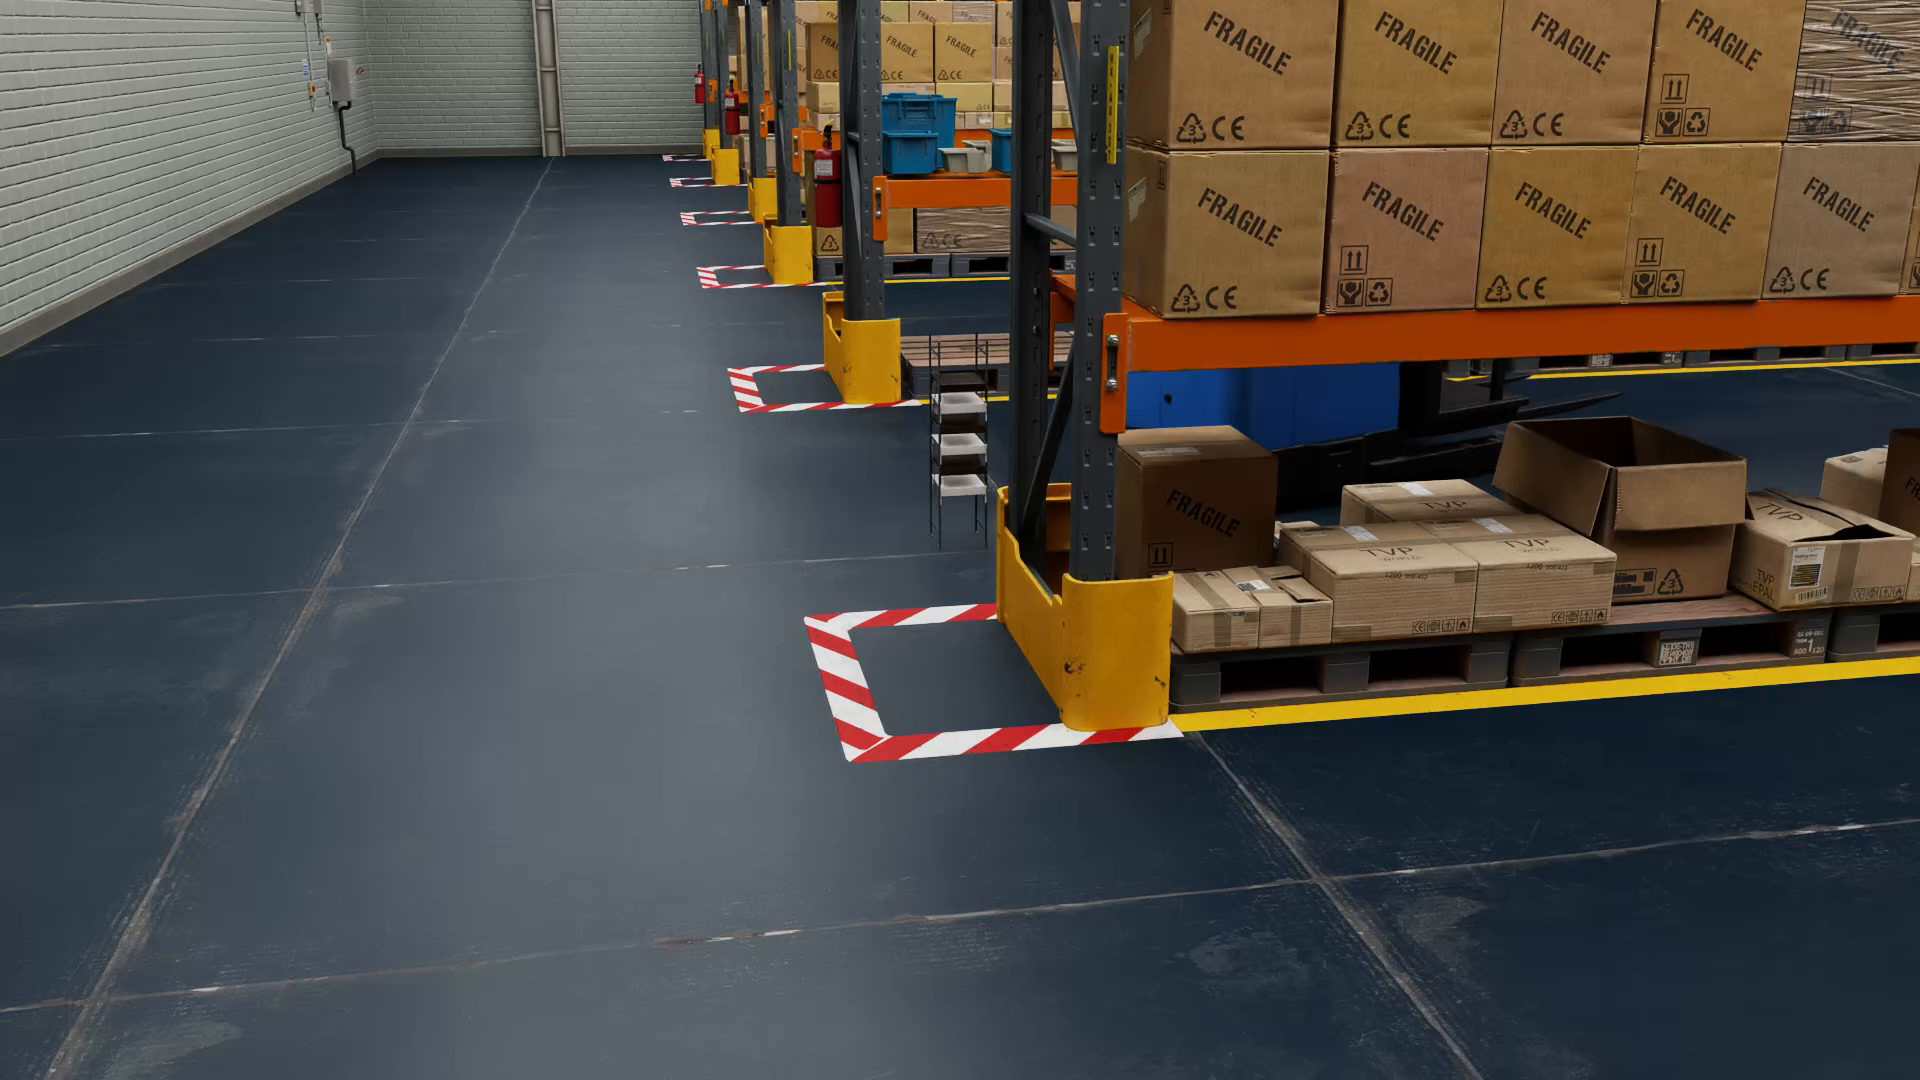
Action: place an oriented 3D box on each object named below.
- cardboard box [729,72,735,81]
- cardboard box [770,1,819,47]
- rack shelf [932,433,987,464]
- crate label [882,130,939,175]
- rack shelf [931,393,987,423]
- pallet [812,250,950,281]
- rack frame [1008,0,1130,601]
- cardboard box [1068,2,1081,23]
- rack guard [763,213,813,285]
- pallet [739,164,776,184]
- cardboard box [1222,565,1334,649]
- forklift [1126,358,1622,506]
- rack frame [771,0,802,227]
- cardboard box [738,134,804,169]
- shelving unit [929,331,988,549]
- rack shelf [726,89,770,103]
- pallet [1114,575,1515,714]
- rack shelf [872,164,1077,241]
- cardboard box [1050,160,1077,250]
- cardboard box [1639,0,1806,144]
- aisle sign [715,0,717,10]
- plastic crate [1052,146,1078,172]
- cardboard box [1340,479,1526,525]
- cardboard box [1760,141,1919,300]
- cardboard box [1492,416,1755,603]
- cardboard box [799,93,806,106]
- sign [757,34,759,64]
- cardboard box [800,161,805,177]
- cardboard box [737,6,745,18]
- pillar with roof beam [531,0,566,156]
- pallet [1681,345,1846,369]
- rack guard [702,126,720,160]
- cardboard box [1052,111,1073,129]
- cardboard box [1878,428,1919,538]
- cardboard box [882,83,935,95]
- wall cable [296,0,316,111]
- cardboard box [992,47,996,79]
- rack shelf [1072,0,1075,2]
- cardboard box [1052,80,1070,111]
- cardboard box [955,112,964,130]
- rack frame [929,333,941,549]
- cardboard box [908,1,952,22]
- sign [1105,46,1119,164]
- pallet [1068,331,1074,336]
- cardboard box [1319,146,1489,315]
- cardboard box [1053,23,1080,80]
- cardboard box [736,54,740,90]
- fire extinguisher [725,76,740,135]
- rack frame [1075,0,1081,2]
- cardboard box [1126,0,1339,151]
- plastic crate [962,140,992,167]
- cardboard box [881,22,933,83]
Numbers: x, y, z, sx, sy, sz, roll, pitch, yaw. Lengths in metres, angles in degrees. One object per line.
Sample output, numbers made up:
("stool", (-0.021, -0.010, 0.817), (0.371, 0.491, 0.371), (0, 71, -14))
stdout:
("cardboard box", (-3.993, -7.955, 28.513), (0.250, 0.149, 0.380), (-3, 17, -11))
("cardboard box", (-1.893, -5.900, 19.016), (0.500, 0.500, 0.500), (-3, 17, -11))
("rack shelf", (-0.008, -0.398, 7.171), (0.200, 0.077, 0.258), (-3, 17, -10))
("crate label", (-0.298, -2.288, 9.818), (0.303, 0.233, 0.416), (-3, 17, -10))
("rack shelf", (-0.008, -0.570, 7.118), (0.200, 0.077, 0.258), (-3, 17, -10))
("pallet", (-0.773, -2.582, 15.343), (1.213, 0.211, 1.003), (-3, 17, -10))
("rack frame", (0.333, -0.992, 5.417), (0.127, 3.000, 1.000), (-3, 17, -10))
("cardboard box", (1.133, -6.070, 19.570), (0.500, 0.500, 0.500), (-4, 17, -12))
("rack guard", (-1.566, -2.652, 15.078), (0.348, 0.500, 1.175), (-3, 17, -10))
("pallet", (-2.653, -5.439, 24.644), (1.213, 0.211, 1.003), (-3, 17, -10))
("cardboard box", (1.055, 0.214, 5.567), (0.250, 0.166, 0.380), (-3, 17, -10))
("forklift", (2.203, -1.839, 8.291), (3.031, 2.935, 1.130), (-11, 20, -31))
("rack frame", (-1.543, -3.848, 14.715), (0.127, 3.000, 1.000), (-3, 17, -10))
("cardboard box", (-2.794, -5.747, 24.544), (0.875, 0.438, 0.875), (-4, 17, -12))
("shelving unit", (-0.008, -0.430, 7.161), (0.210, 0.900, 0.258), (-3, 17, -10))
("rack shelf", (-1.459, -6.472, 24.484), (4.000, 0.370, 1.077), (-3, 17, -10))
("pallet", (1.190, 0.292, 5.985), (1.213, 0.211, 1.003), (-3, 17, -10))
("rack shelf", (1.360, -2.188, 10.535), (4.000, 0.370, 1.077), (-3, 17, -10))
("cardboard box", (0.838, -3.192, 15.483), (0.875, 0.875, 0.875), (-3, 17, -10))
("cardboard box", (2.321, -1.553, 5.369), (0.500, 0.500, 0.500), (-3, 17, -11))
("aisle sign", (-3.438, -7.860, 23.349), (0.004, 0.787, 0.394), (-3, 17, -10))
("plastic crate", (0.698, -2.274, 9.935), (0.298, 0.136, 0.250), (-3, 17, -10))
("cardboard box", (1.758, -0.034, 6.230), (0.500, 0.250, 0.500), (-3, 17, -10))
("cardboard box", (2.808, -1.103, 5.606), (0.500, 0.500, 0.500), (-3, 17, -9))
("cardboard box", (2.417, -0.126, 6.098), (0.637, 0.503, 0.797), (-3, 17, -10))
("cardboard box", (-1.762, -5.113, 19.262), (0.250, 0.149, 0.380), (-3, 17, -8))
("sign", (-2.281, -5.541, 18.752), (0.005, 0.325, 0.100), (-3, 17, -10))
("cardboard box", (-1.806, -4.337, 19.434), (0.250, 0.149, 0.380), (-4, 18, -13))
("cardboard box", (-3.022, -7.481, 23.564), (0.250, 0.149, 0.380), (-3, 17, -9))
("pillar with roof beam", (-6.370, -9.872, 24.110), (0.400, 9.000, 9.100), (-3, 17, -10))
("pallet", (5.290, -1.410, 11.526), (1.213, 0.211, 1.003), (-3, 17, -10))
("rack guard", (-4.293, -6.945, 29.055), (0.348, 0.500, 1.175), (-3, 17, -10))
("cardboard box", (0.886, -3.768, 14.881), (0.250, 0.149, 0.380), (-4, 17, -11))
("cardboard box", (3.755, -0.117, 6.075), (0.500, 0.500, 0.500), (-3, 17, -10))
("cardboard box", (-0.511, -3.898, 14.627), (0.500, 0.250, 0.500), (-3, 17, -11))
("wall cable", (-8.955, -6.885, 22.818), (0.123, 1.953, 0.585), (-3, 17, -10))
("cardboard box", (0.123, -5.532, 19.521), (0.500, 0.500, 0.500), (-3, 17, -11))
("rack shelf", (-0.421, -6.485, 19.416), (4.000, 0.370, 1.077), (-3, 17, -10))
("cardboard box", (0.992, -3.983, 14.903), (0.500, 0.250, 0.500), (-3, 17, -9))
("cardboard box", (-0.123, -3.710, 14.695), (0.250, 0.149, 0.380), (-4, 17, -12))
("rack frame", (-0.108, -0.424, 7.143), (0.006, 0.900, 0.240), (-3, 17, -10))
("cardboard box", (-0.385, -5.982, 19.282), (0.500, 0.500, 0.500), (-4, 17, -12))
("sign", (0.436, -1.250, 4.780), (0.005, 0.325, 0.100), (-3, 17, -10))
("pallet", (1.409, -1.189, 10.807), (1.213, 0.211, 1.003), (-3, 17, -10))
("cardboard box", (1.324, -1.019, 5.333), (0.500, 0.500, 0.500), (-3, 17, -11))
("cardboard box", (0.871, -4.491, 15.281), (0.500, 0.500, 0.500), (-4, 17, -12))
("cardboard box", (-2.999, -6.856, 24.337), (0.500, 0.500, 0.500), (-3, 17, -10))
("fire extinguisher", (-2.719, -5.187, 19.842), (0.183, 0.674, 0.296), (-3, 17, -10))
("rack frame", (1.543, -5.506, 20.114), (0.127, 3.000, 1.000), (-3, 17, -10))
("cardboard box", (0.818, -1.467, 5.088), (0.500, 0.500, 0.500), (-3, 17, -9))
("plastic crate", (0.163, -2.421, 10.414), (0.243, 0.136, 0.396), (-3, 17, -10))
("cardboard box", (-0.529, -4.254, 14.508), (0.500, 0.500, 0.500), (-4, 17, -12))
